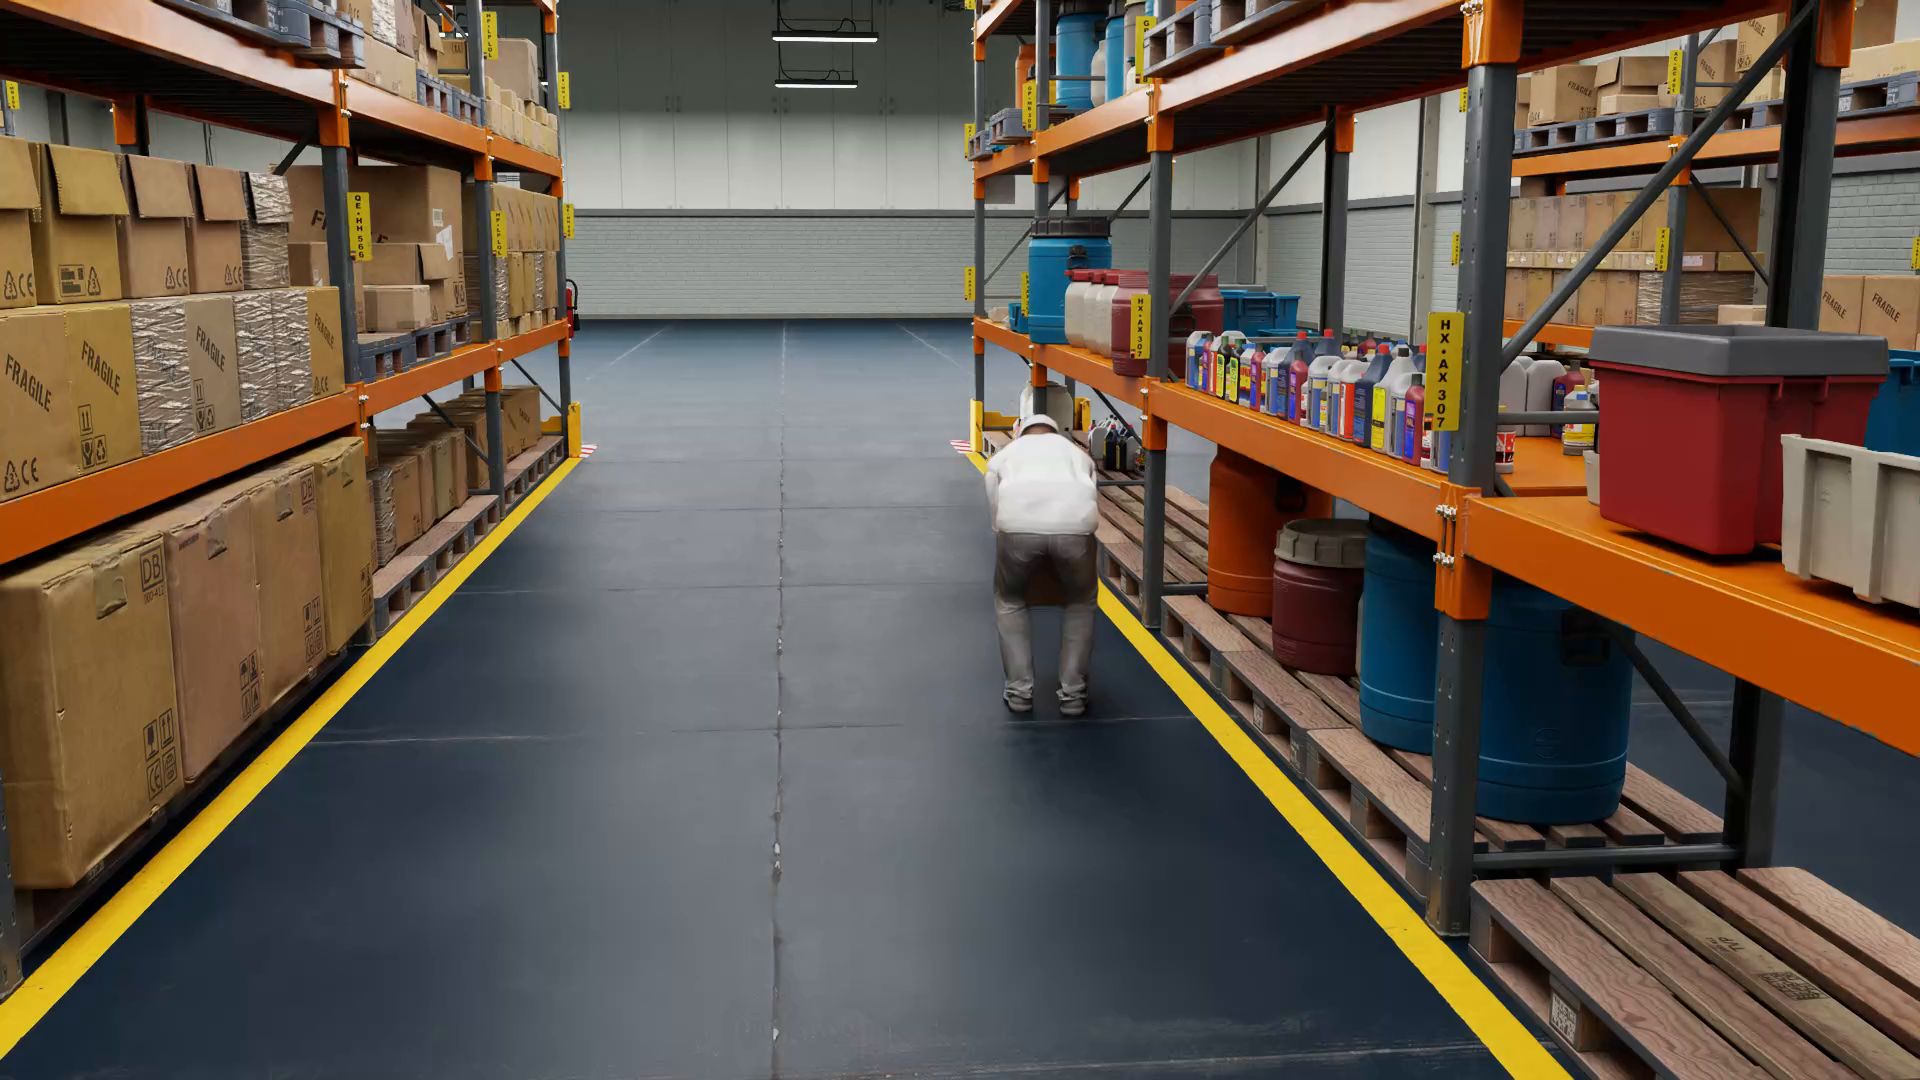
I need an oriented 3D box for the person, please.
[{"bbox_3d":[0.358,0.092,7.355,0.498,1.230,0.946,0,10,1],"label":"person"}]
